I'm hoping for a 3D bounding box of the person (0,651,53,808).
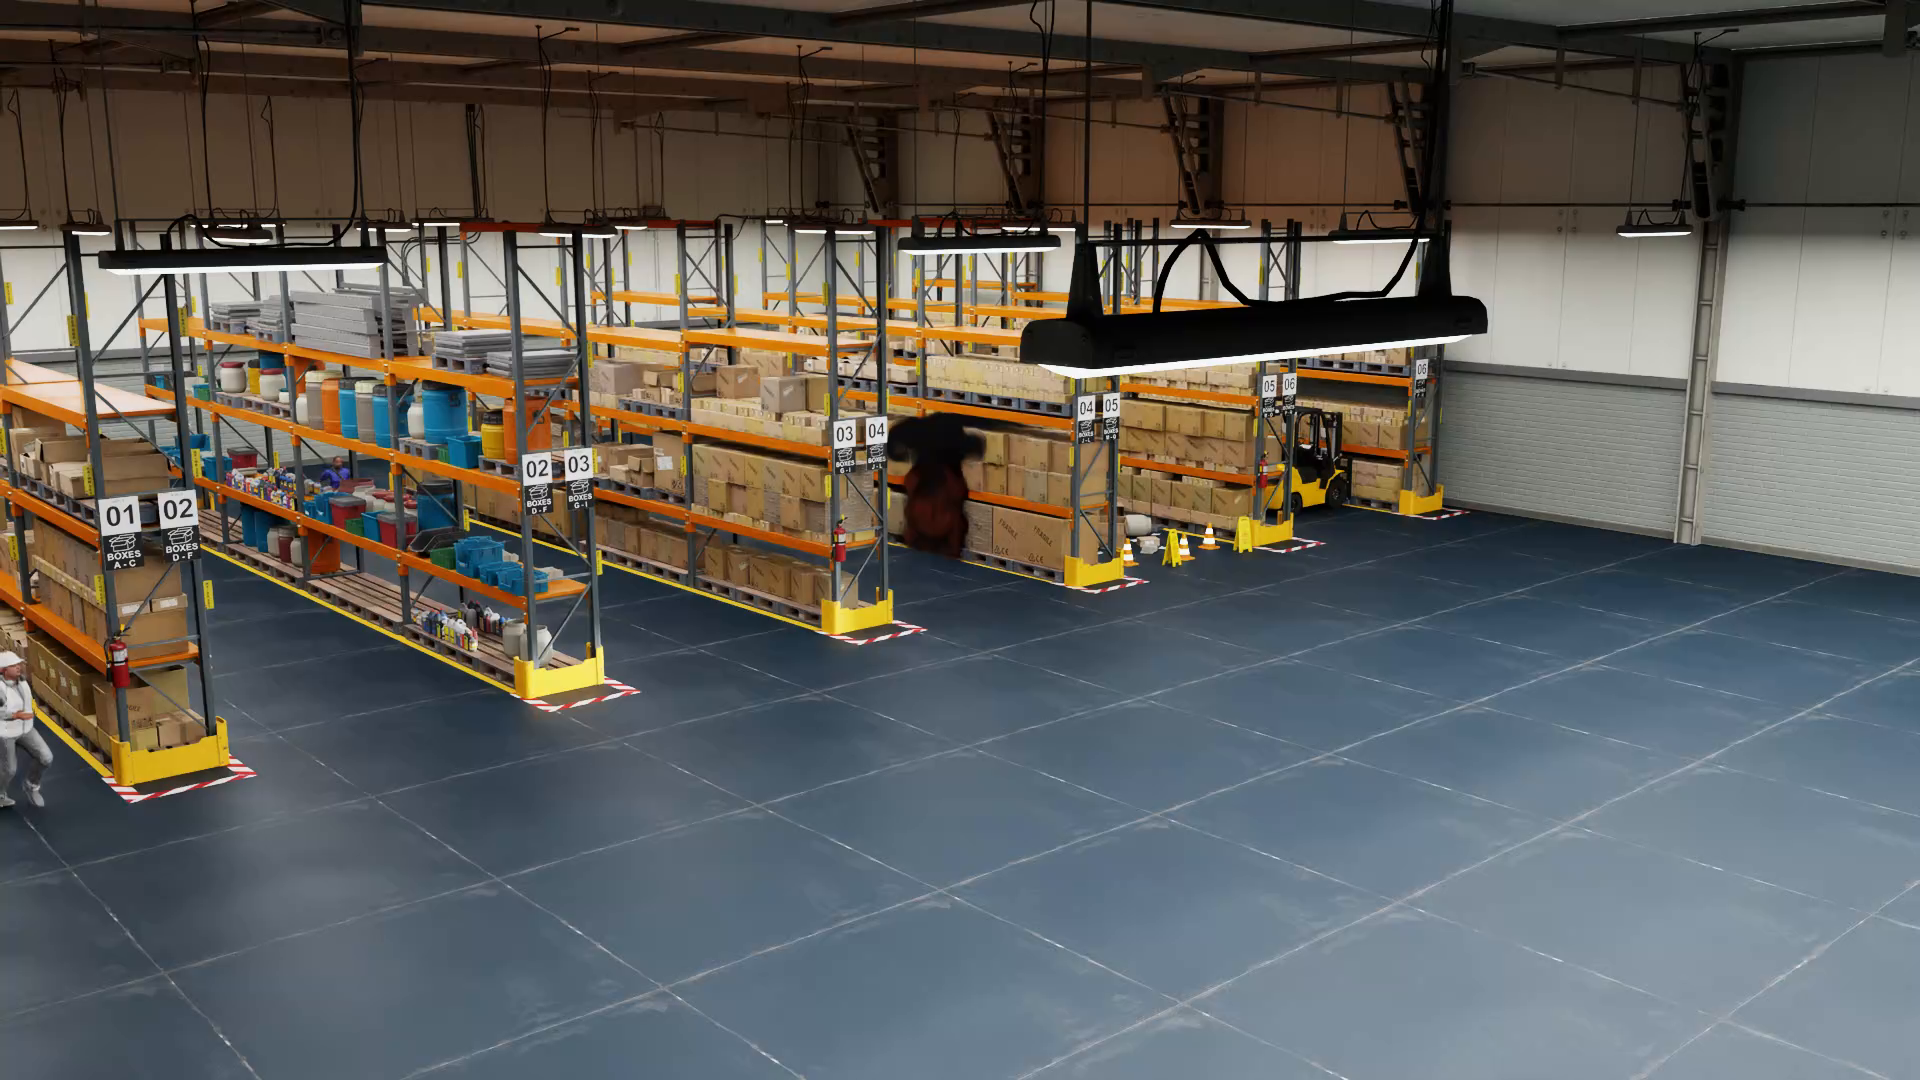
[{"bbox_3d":[-9.965,2.015,17.510,0.783,1.756,0.652,4,12,20],"label":"person"}]

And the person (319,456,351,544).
[{"bbox_3d":[-11.768,-0.761,31.558,0.723,1.674,0.581,11,16,44],"label":"person"}]
